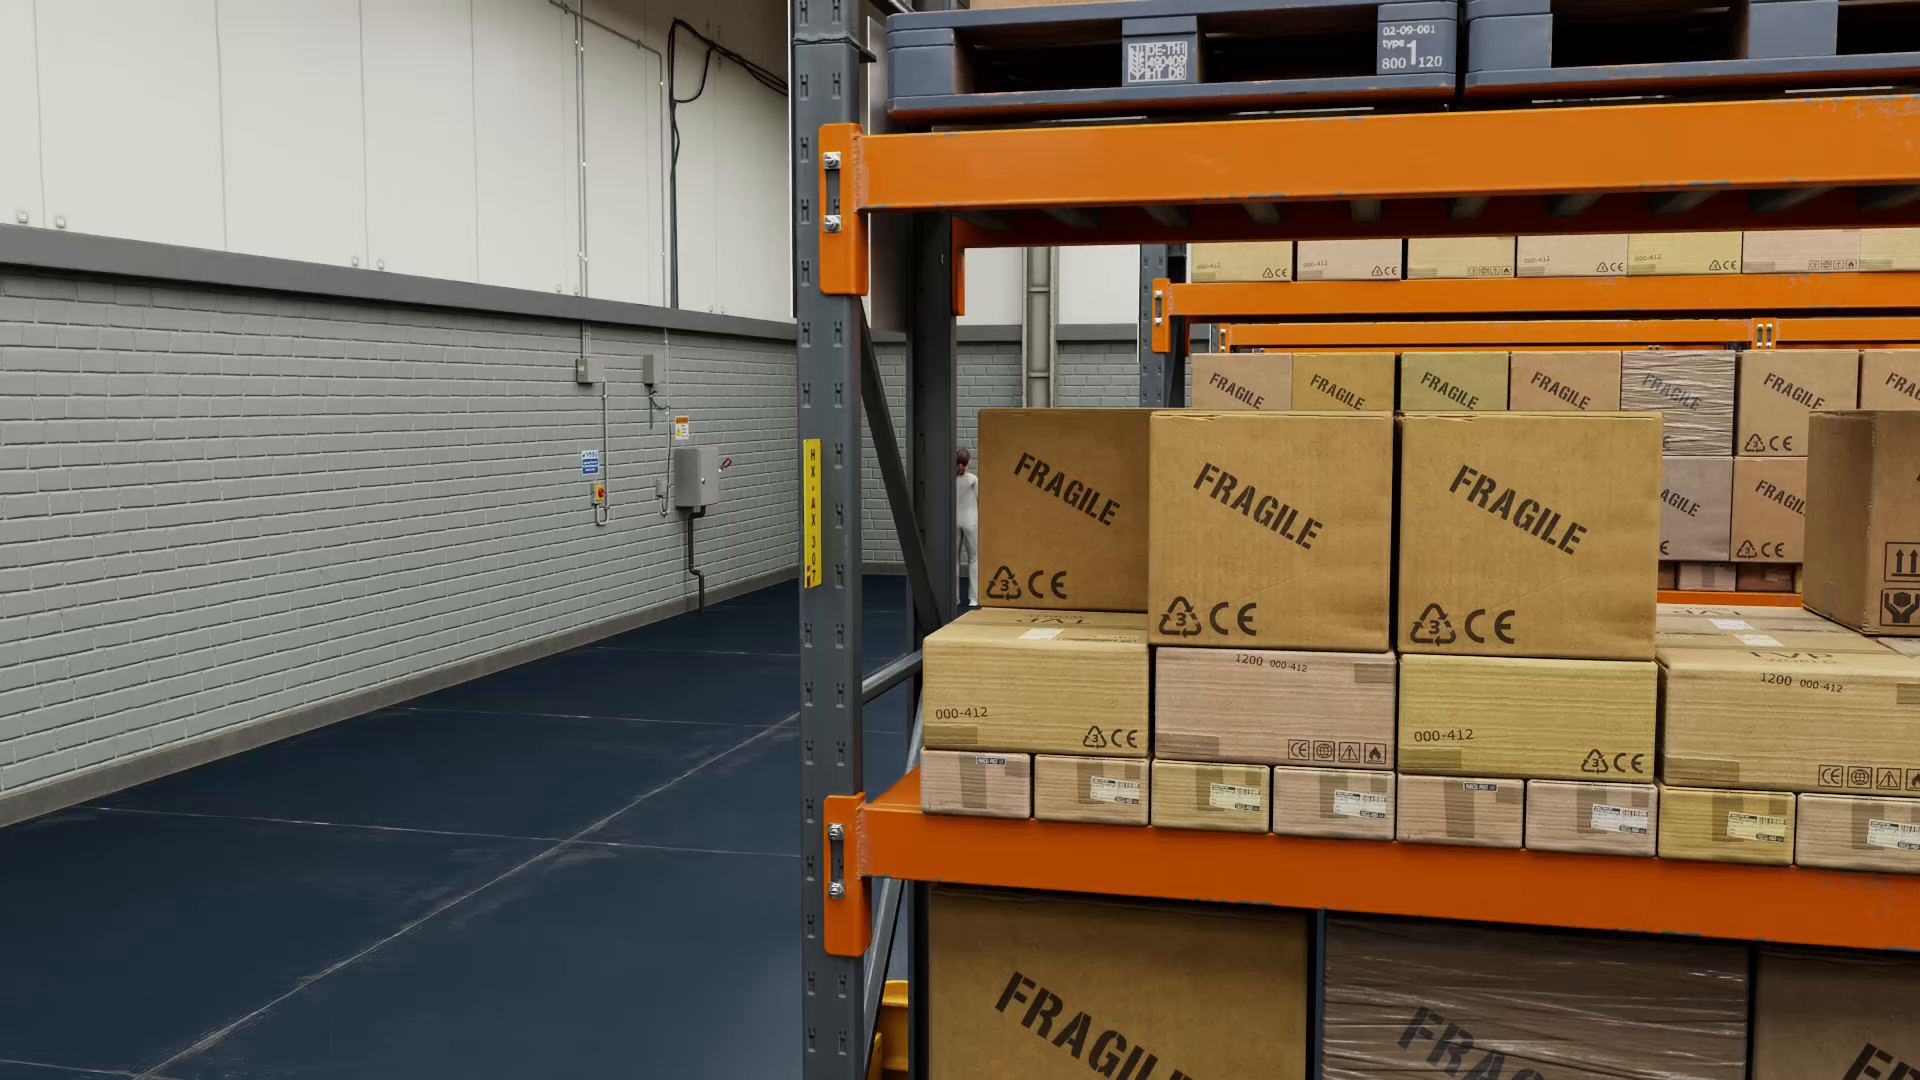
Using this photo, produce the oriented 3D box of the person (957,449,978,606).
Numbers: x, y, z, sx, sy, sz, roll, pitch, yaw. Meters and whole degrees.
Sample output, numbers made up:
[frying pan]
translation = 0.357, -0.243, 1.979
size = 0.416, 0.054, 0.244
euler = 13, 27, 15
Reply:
[person]
translation = 0.044, -0.140, 17.855
size = 0.463, 1.675, 0.490
euler = 1, 5, 13
